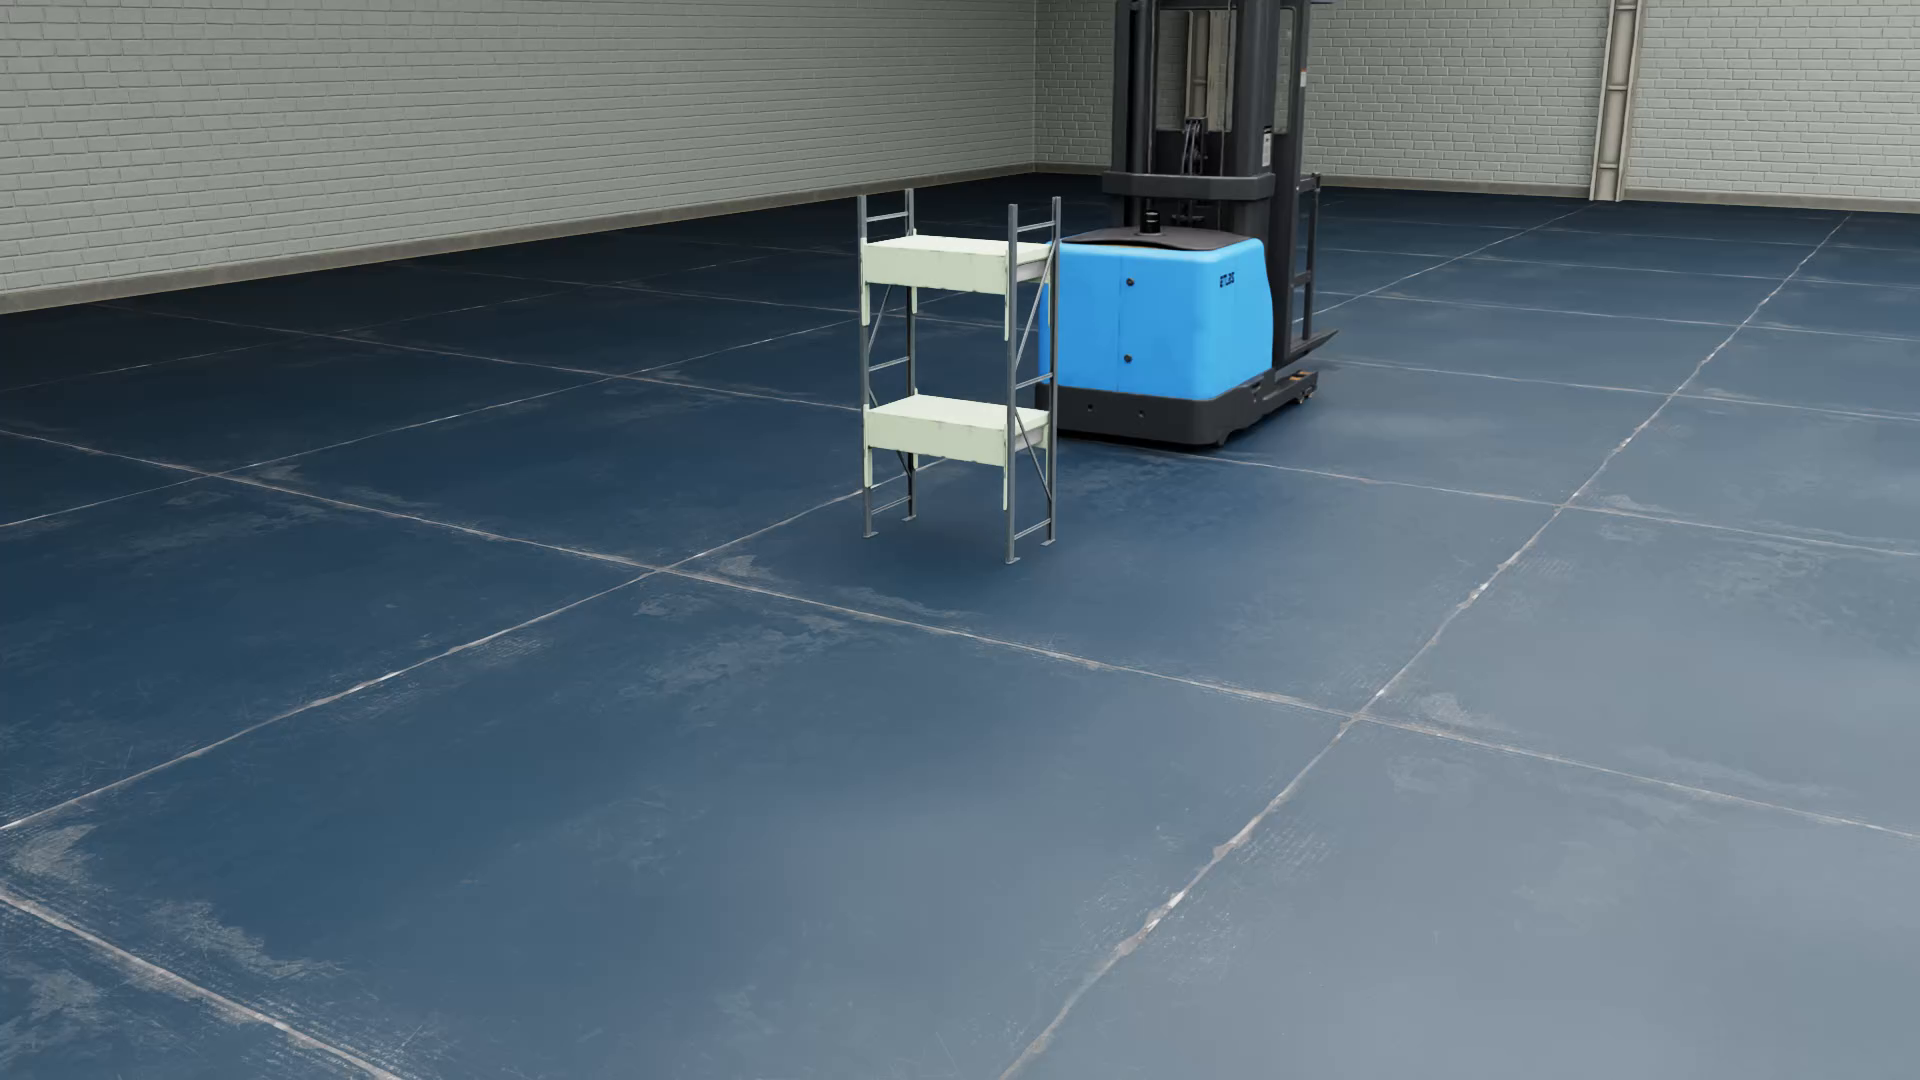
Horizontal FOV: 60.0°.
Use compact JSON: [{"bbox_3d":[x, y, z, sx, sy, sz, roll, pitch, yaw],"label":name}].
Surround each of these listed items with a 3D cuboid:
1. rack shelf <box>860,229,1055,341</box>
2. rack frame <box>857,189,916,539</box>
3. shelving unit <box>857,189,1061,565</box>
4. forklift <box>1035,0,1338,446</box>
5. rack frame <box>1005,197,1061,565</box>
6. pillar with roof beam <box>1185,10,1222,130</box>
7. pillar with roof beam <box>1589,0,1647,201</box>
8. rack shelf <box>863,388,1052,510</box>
[{"bbox_3d":[-0.006,-1.092,7.053,0.720,0.370,0.431,10,20,30],"label":"rack shelf"},{"bbox_3d":[-0.318,-0.774,7.350,0.023,1.500,0.400,10,20,30],"label":"rack frame"},{"bbox_3d":[-0.006,-0.719,7.167,0.755,1.500,0.431,10,20,30],"label":"shelving unit"},{"bbox_3d":[1.560,-2.285,9.861,1.130,2.935,3.031,9,19,27],"label":"forklift"},{"bbox_3d":[0.306,-0.663,6.983,0.023,1.500,0.400,10,20,30],"label":"rack frame"},{"bbox_3d":[1.420,-8.777,20.793,0.400,9.000,9.100,10,20,30],"label":"pillar with roof beam"},{"bbox_3d":[6.533,-7.864,17.789,0.400,9.000,9.100,10,20,30],"label":"pillar with roof beam"},{"bbox_3d":[-0.006,-0.407,7.261,0.720,0.370,0.431,10,20,30],"label":"rack shelf"}]
